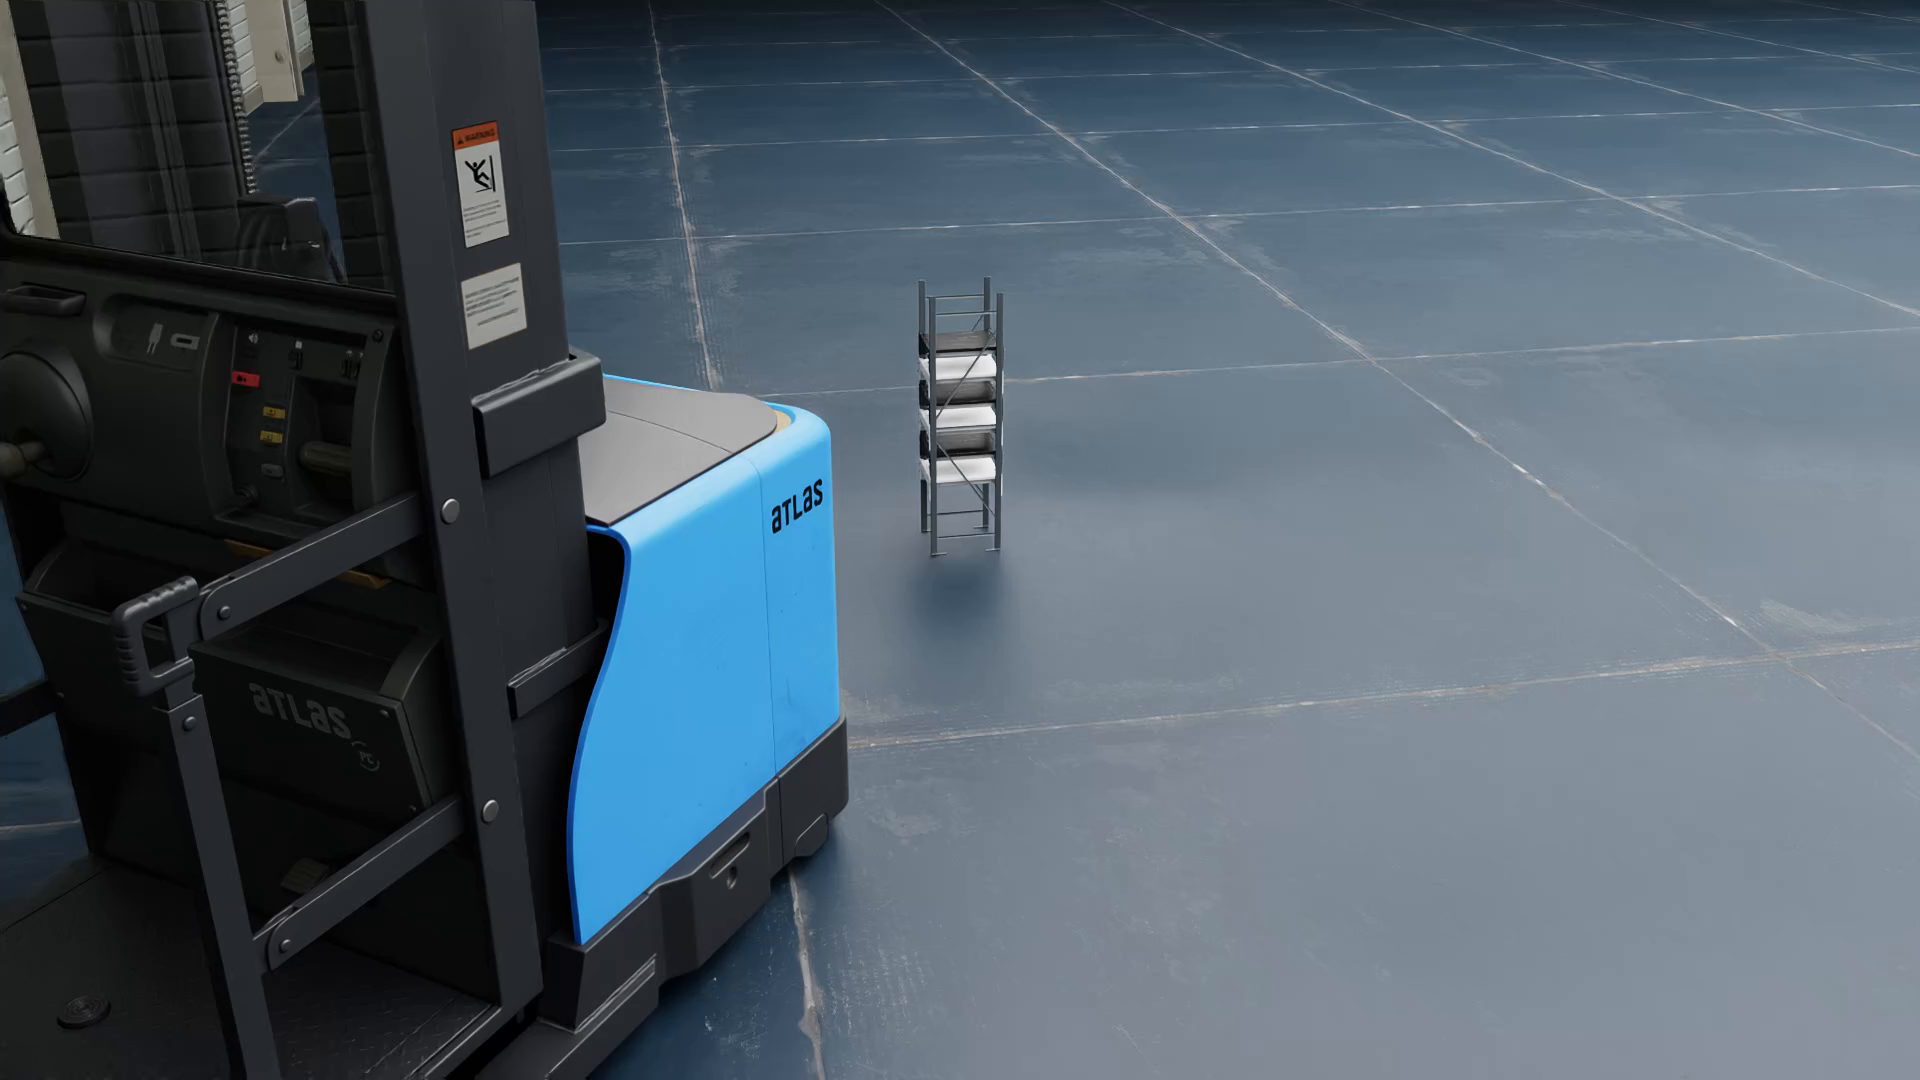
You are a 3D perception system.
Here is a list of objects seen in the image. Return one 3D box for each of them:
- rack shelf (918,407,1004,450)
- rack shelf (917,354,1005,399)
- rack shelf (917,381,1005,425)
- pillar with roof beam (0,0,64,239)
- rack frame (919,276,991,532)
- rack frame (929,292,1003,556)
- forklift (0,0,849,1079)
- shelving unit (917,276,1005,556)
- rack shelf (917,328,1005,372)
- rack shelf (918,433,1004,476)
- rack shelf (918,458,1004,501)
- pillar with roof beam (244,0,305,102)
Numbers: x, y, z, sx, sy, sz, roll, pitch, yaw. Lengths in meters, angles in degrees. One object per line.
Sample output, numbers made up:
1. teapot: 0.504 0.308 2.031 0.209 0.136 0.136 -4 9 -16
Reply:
1. rack shelf: 0.001 -0.379 5.576 0.258 0.077 0.200 -4 24 -10
2. rack shelf: 0.001 -0.544 5.504 0.258 0.077 0.200 -4 24 -10
3. rack shelf: 0.001 -0.461 5.540 0.258 0.077 0.200 -4 24 -10
4. pillar with roof beam: -0.641 -5.984 8.208 9.100 9.000 0.400 -4 24 -10
5. rack frame: -0.017 -0.449 5.654 0.240 0.900 0.006 -4 24 -10
6. rack frame: 0.020 -0.369 5.471 0.240 0.900 0.006 -4 24 -10
7. forklift: -1.386 -0.208 2.565 1.130 2.935 3.031 11 26 24
8. shelving unit: 0.001 -0.409 5.563 0.258 0.900 0.210 -4 24 -10
9. rack shelf: 0.001 -0.626 5.468 0.258 0.077 0.200 -4 24 -10
10. rack shelf: 0.001 -0.296 5.612 0.258 0.077 0.200 -4 24 -10
11. rack shelf: 0.001 -0.214 5.648 0.258 0.077 0.200 -4 24 -10
12. pillar with roof beam: -1.750 -8.344 13.612 9.100 9.000 0.400 -4 24 -10
